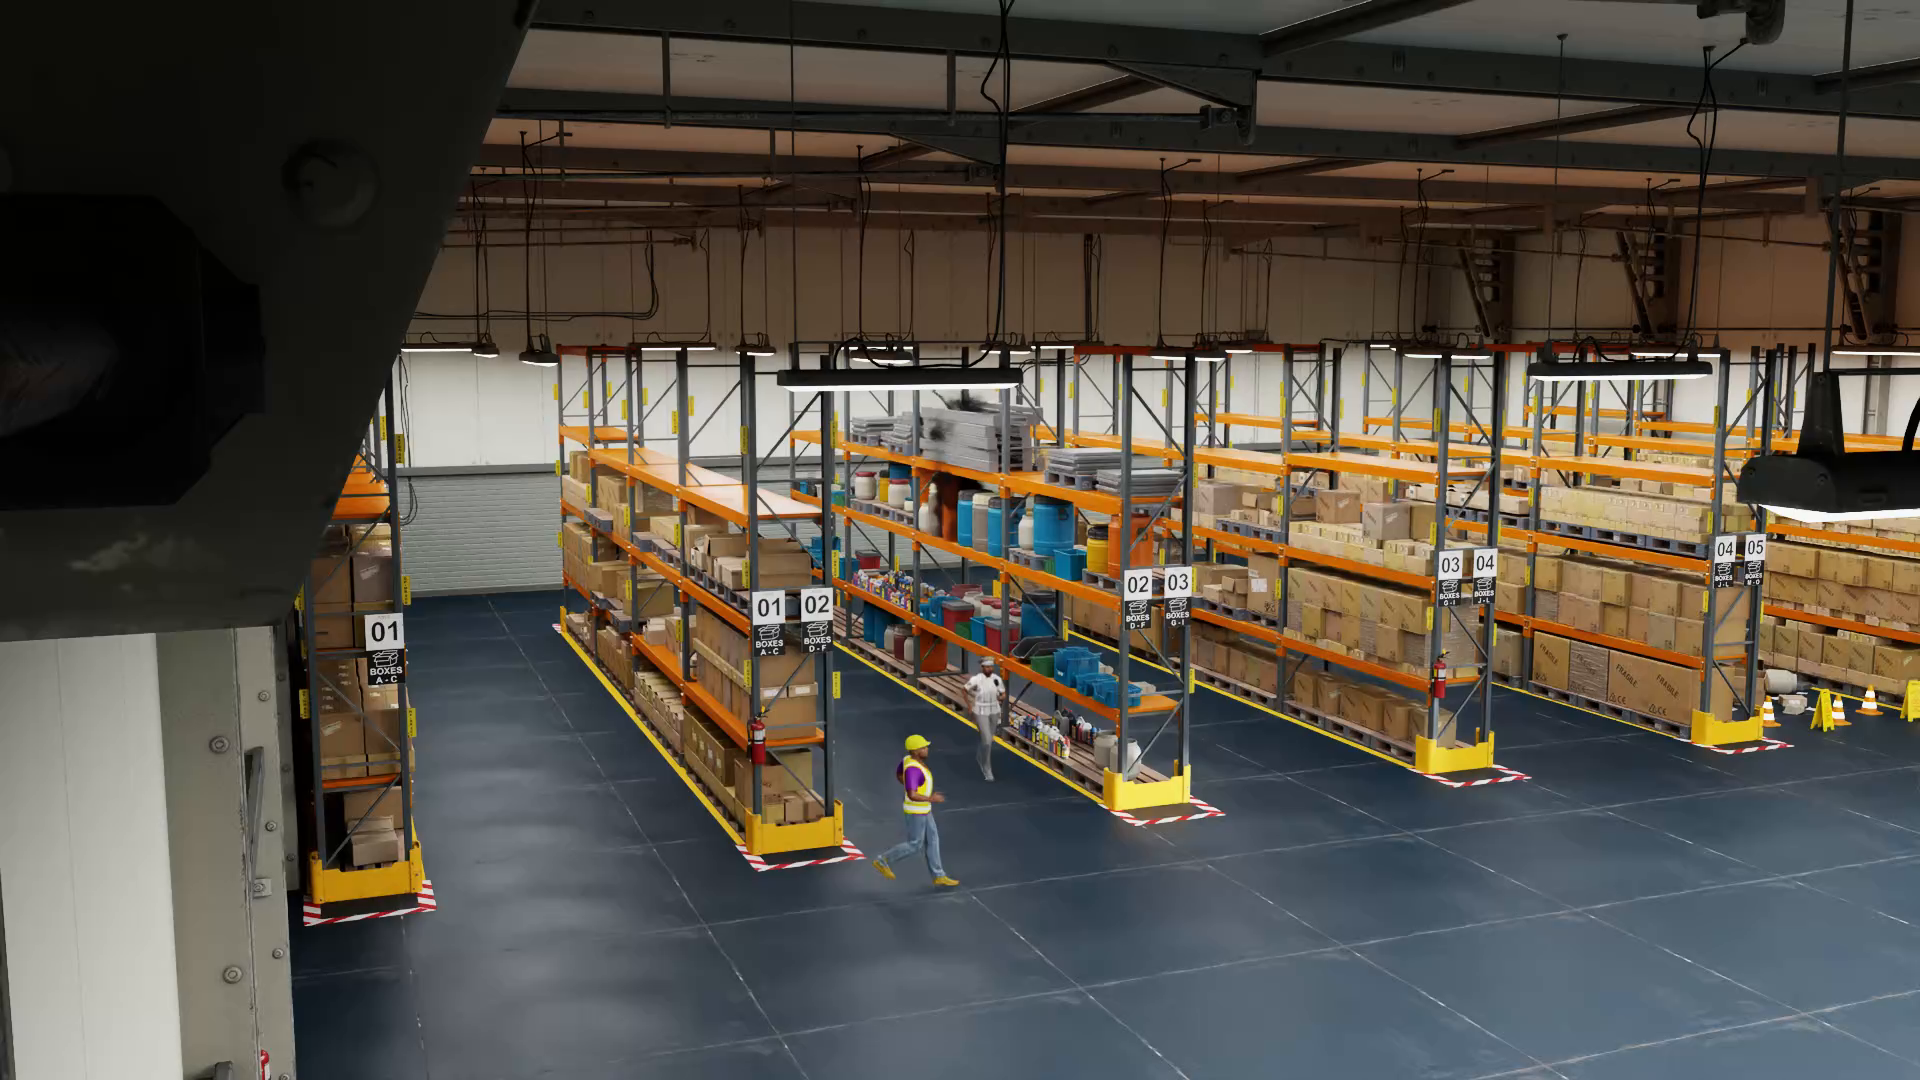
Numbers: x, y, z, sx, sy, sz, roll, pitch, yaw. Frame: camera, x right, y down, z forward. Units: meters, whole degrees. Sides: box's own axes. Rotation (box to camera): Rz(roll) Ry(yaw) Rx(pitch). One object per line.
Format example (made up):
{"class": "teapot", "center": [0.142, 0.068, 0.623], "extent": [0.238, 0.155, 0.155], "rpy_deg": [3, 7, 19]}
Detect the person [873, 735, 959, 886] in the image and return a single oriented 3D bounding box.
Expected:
{"class": "person", "center": [-0.496, 3.067, 18.805], "extent": [0.976, 1.760, 0.712], "rpy_deg": [0, 7, 4]}

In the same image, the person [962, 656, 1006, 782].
{"class": "person", "center": [0.374, 2.499, 23.576], "extent": [0.547, 1.756, 0.752], "rpy_deg": [-4, 8, -28]}
